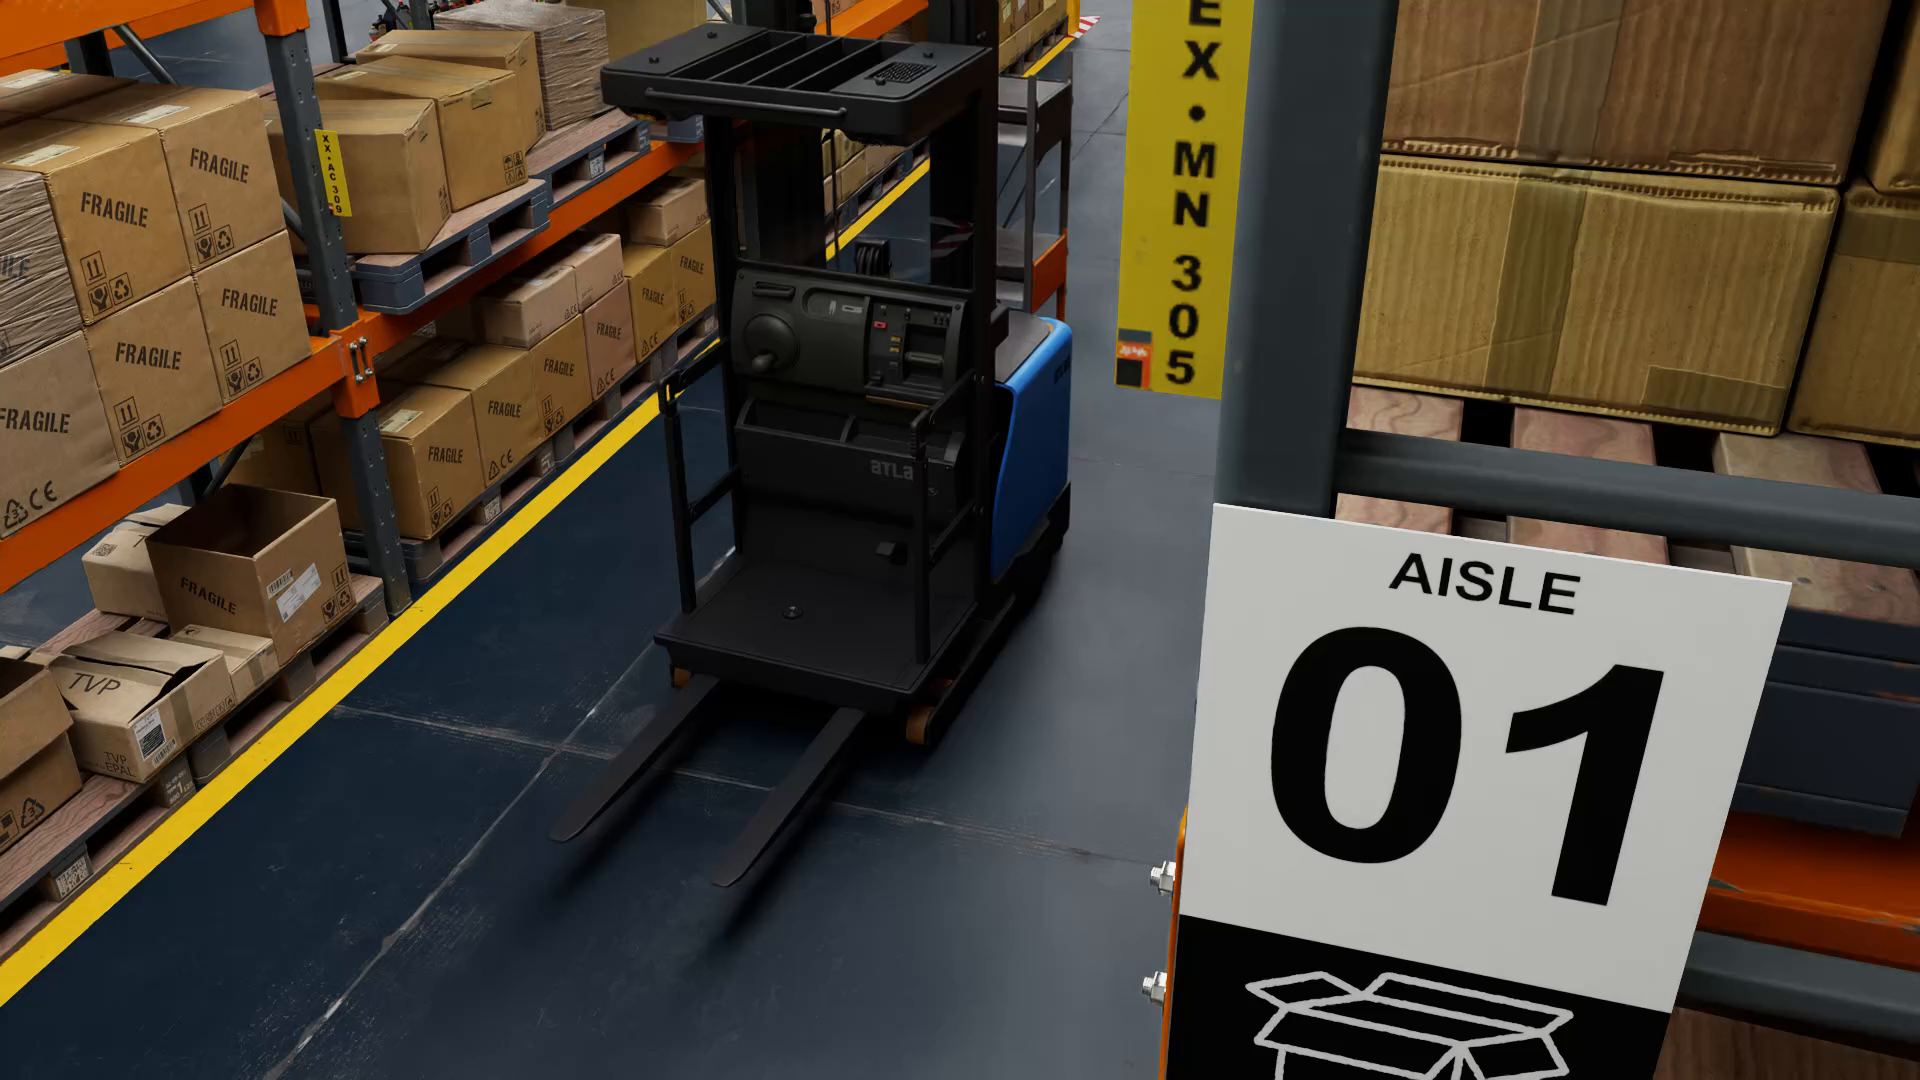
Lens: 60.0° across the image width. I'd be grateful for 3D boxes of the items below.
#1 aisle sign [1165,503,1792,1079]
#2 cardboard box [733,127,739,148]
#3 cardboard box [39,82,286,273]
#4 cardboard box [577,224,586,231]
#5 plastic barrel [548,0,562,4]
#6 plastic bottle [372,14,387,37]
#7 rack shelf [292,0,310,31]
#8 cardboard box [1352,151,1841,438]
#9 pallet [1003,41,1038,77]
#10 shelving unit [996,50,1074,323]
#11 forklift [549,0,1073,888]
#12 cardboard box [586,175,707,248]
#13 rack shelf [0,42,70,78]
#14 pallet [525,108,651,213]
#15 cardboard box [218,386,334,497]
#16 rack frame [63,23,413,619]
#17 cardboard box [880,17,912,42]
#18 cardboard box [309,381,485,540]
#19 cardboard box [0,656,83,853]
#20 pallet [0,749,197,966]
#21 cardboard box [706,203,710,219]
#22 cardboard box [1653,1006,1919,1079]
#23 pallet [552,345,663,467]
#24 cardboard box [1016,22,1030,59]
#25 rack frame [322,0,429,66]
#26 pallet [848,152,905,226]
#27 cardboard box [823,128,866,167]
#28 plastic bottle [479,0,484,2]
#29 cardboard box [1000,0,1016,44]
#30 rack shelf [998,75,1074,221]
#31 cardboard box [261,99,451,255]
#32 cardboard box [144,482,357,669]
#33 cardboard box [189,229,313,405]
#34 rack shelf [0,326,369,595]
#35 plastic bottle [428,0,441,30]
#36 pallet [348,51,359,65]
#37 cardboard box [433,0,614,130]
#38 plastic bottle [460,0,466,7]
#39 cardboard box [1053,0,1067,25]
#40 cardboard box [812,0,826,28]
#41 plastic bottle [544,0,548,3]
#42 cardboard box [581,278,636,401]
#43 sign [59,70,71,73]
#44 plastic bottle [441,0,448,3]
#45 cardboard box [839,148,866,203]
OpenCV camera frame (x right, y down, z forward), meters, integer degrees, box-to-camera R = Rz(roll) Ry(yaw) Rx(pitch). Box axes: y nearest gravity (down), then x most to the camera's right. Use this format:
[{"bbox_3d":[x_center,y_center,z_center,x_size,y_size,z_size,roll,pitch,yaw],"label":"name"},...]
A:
[{"bbox_3d":[0.376,0.346,1.369,0.394,0.787,0.004,8,30,15],"label":"aisle sign"},{"bbox_3d":[-1.640,-2.680,11.301,0.500,0.311,0.500,8,30,14],"label":"cardboard box"},{"bbox_3d":[-2.780,-1.282,5.837,0.500,0.500,0.500,9,30,15],"label":"cardboard box"},{"bbox_3d":[-2.260,-1.617,9.690,0.500,0.500,0.500,7,30,13],"label":"cardboard box"},{"bbox_3d":[-4.358,-5.905,17.406,0.421,0.512,0.421,0,29,0],"label":"plastic barrel"},{"bbox_3d":[-5.439,-4.775,15.590,0.061,0.283,0.133,10,31,17],"label":"plastic bottle"},{"bbox_3d":[-2.292,-2.999,7.710,1.077,0.370,4.000,8,30,15],"label":"rack shelf"},{"bbox_3d":[0.645,-0.360,1.845,0.500,0.250,0.500,9,30,16],"label":"cardboard box"},{"bbox_3d":[0.099,-4.505,15.630,1.003,0.211,1.213,8,30,15],"label":"pallet"},{"bbox_3d":[0.218,-1.152,7.660,0.431,2.100,0.503,11,31,19],"label":"shelving unit"},{"bbox_3d":[-0.503,-0.723,6.035,1.130,2.935,3.031,11,31,19],"label":"forklift"},{"bbox_3d":[-1.767,-1.864,9.363,0.500,0.250,0.500,10,31,17],"label":"cardboard box"},{"bbox_3d":[-7.026,-2.397,9.712,1.077,0.370,4.000,8,30,15],"label":"rack shelf"},{"bbox_3d":[-2.271,-1.943,8.356,1.003,0.211,1.213,8,30,15],"label":"pallet"},{"bbox_3d":[-3.008,-0.443,7.580,0.500,0.500,0.500,8,30,15],"label":"cardboard box"},{"bbox_3d":[-2.879,-1.073,6.593,1.000,3.000,0.127,8,30,15],"label":"rack frame"},{"bbox_3d":[-0.446,-4.578,14.518,0.500,0.500,0.500,8,30,15],"label":"cardboard box"},{"bbox_3d":[-2.504,-0.363,7.435,0.500,0.500,0.500,7,30,13],"label":"cardboard box"},{"bbox_3d":[-3.425,0.700,5.522,0.797,0.503,0.637,8,30,15],"label":"cardboard box"},{"bbox_3d":[-3.438,1.034,5.675,1.003,0.211,1.213,8,30,15],"label":"pallet"},{"bbox_3d":[-1.784,-2.193,11.003,0.500,0.250,0.500,9,30,16],"label":"cardboard box"},{"bbox_3d":[0.824,1.122,2.340,0.980,0.700,0.700,10,31,17],"label":"cardboard box"},{"bbox_3d":[-2.320,-0.806,8.983,1.003,0.211,1.213,8,30,15],"label":"pallet"},{"bbox_3d":[0.340,-4.641,15.404,0.500,0.250,0.500,8,30,15],"label":"cardboard box"},{"bbox_3d":[-5.265,-5.499,14.550,1.000,3.000,0.127,8,30,15],"label":"rack frame"},{"bbox_3d":[-1.066,-2.655,12.306,1.003,0.211,1.213,8,30,15],"label":"pallet"},{"bbox_3d":[-0.972,-2.842,11.593,0.500,0.311,0.500,8,30,14],"label":"cardboard box"},{"bbox_3d":[-4.921,-5.560,17.013,0.097,0.271,0.097,0,29,0],"label":"plastic bottle"},{"bbox_3d":[0.198,-4.736,14.803,0.500,0.500,0.500,8,30,15],"label":"cardboard box"},{"bbox_3d":[0.218,-1.752,7.327,0.431,0.518,0.480,11,31,19],"label":"rack shelf"},{"bbox_3d":[-2.526,-1.488,6.805,0.700,0.500,0.500,-1,29,-2],"label":"cardboard box"},{"bbox_3d":[-2.775,0.132,6.545,0.500,0.500,0.500,8,30,15],"label":"cardboard box"},{"bbox_3d":[-2.780,-0.848,6.085,0.500,0.500,0.500,9,30,16],"label":"cardboard box"},{"bbox_3d":[-3.466,0.171,5.097,1.077,0.370,4.000,8,30,15],"label":"rack shelf"},{"bbox_3d":[-5.095,-5.081,16.141,0.061,0.283,0.133,8,30,15],"label":"plastic bottle"},{"bbox_3d":[-5.028,-4.587,15.778,1.003,0.211,1.213,8,30,15],"label":"pallet"},{"bbox_3d":[-2.233,-2.452,8.538,0.700,0.500,0.500,14,32,24],"label":"cardboard box"},{"bbox_3d":[-5.021,-5.401,16.727,0.097,0.271,0.097,0,29,0],"label":"plastic bottle"},{"bbox_3d":[0.768,-5.340,16.660,0.500,0.250,0.500,8,30,15],"label":"cardboard box"},{"bbox_3d":[-1.228,-3.758,11.316,0.500,0.500,0.500,7,30,12],"label":"cardboard box"},{"bbox_3d":[-4.211,-5.411,16.818,0.097,0.201,0.097,0,29,0],"label":"plastic bottle"},{"bbox_3d":[-2.055,-1.078,8.722,0.500,0.500,0.500,7,30,13],"label":"cardboard box"},{"bbox_3d":[-3.410,-1.656,6.451,0.100,0.325,0.005,8,30,15],"label":"sign"},{"bbox_3d":[-5.110,-5.260,16.474,0.097,0.271,0.097,0,29,0],"label":"plastic bottle"},{"bbox_3d":[-0.977,-2.591,11.719,0.500,0.250,0.500,8,30,14],"label":"cardboard box"}]
